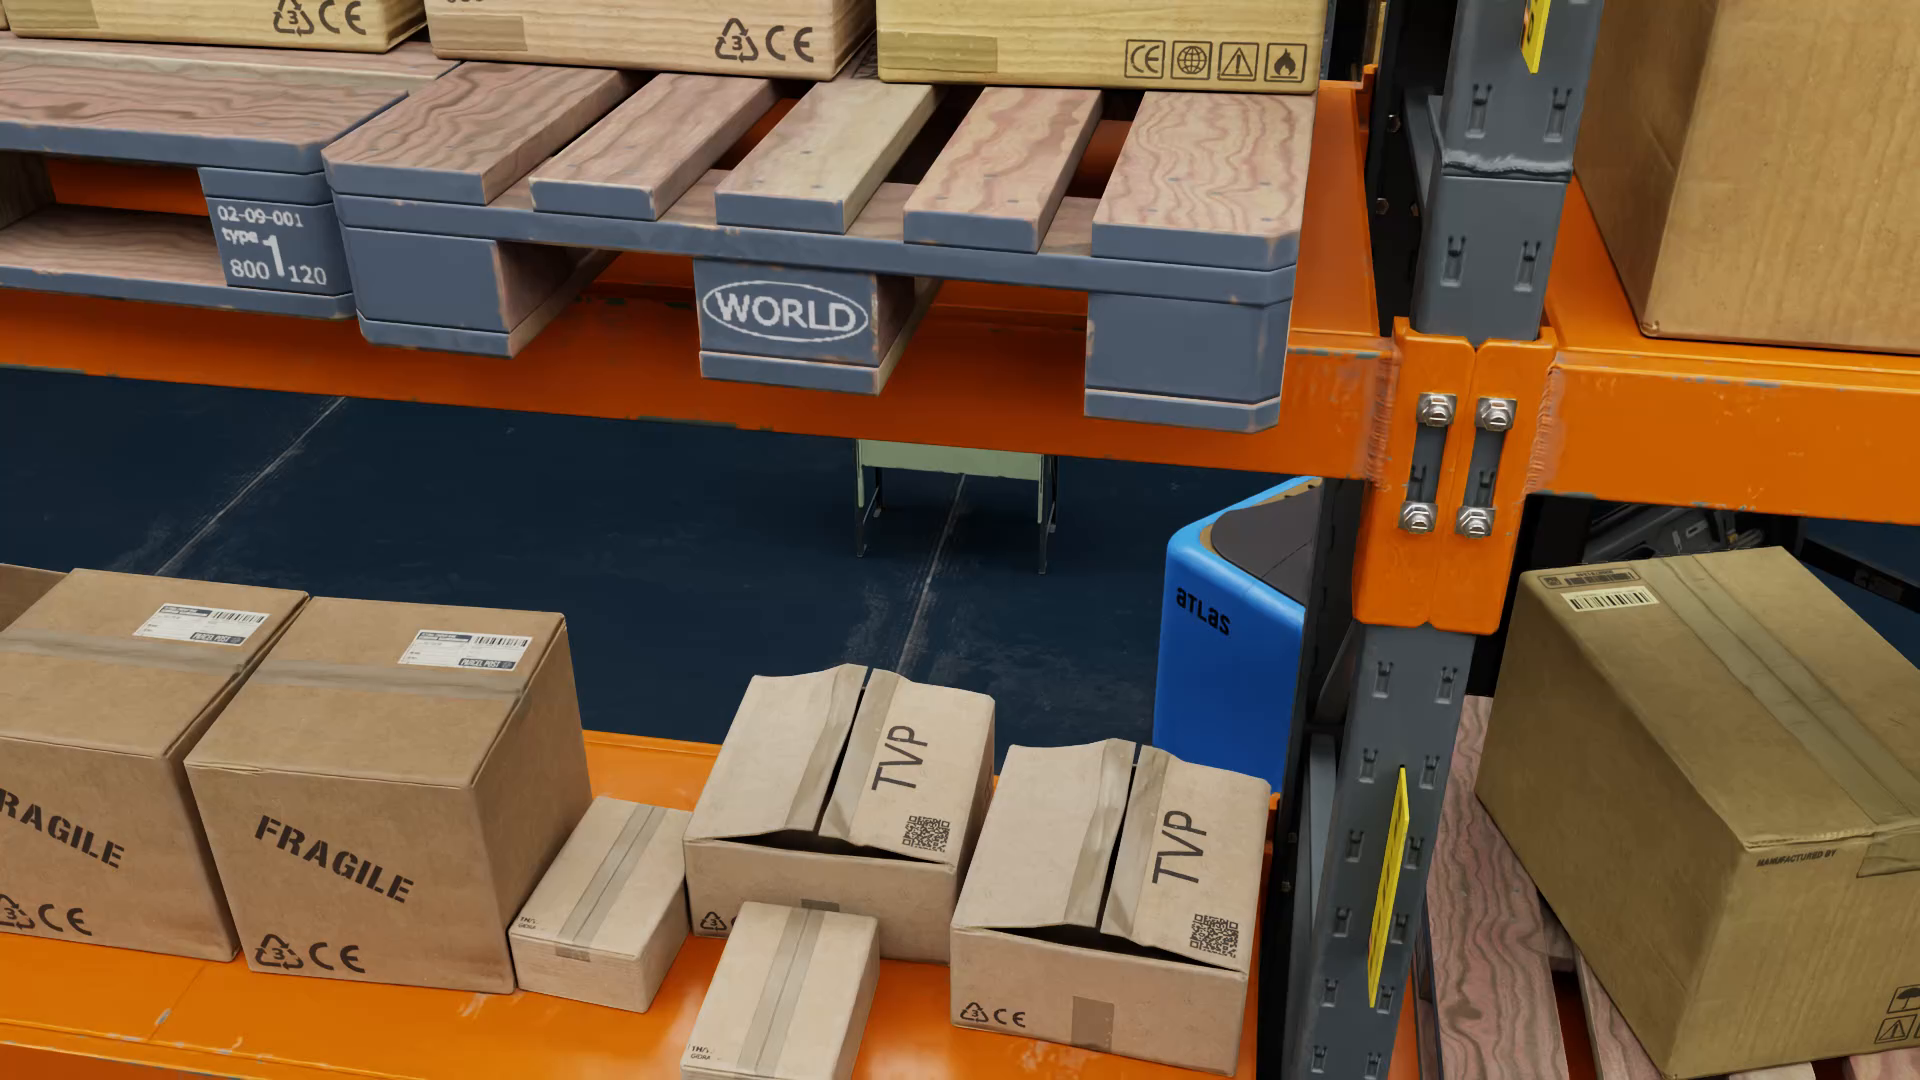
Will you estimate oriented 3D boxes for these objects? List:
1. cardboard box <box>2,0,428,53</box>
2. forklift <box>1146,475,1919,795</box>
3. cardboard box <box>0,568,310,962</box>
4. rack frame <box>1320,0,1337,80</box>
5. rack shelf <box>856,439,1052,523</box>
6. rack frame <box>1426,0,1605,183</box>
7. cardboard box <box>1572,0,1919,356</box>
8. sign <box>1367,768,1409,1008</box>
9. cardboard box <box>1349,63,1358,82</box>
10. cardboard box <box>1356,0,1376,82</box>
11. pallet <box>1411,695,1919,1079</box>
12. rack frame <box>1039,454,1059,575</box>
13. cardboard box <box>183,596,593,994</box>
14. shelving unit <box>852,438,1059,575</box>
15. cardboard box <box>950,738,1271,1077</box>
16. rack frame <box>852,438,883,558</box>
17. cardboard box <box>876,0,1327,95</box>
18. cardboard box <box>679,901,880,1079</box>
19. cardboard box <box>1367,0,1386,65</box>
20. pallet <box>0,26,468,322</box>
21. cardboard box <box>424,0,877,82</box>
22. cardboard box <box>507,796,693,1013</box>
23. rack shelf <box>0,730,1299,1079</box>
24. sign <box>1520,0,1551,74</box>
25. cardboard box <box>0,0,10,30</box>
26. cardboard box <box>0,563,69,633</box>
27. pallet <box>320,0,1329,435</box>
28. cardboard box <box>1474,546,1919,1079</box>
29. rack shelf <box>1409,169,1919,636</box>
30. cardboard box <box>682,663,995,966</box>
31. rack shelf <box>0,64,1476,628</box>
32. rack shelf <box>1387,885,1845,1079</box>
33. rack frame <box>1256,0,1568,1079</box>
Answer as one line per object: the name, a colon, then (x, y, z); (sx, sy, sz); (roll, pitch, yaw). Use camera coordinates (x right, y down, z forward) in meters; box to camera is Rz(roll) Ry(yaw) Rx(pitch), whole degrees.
cardboard box: (-0.905, -0.845, 2.191); (0.500, 0.250, 0.500); (5, 32, 7)
forklift: (1.876, 0.111, 3.810); (1.130, 2.935, 3.031); (-22, 38, -31)
cardboard box: (-1.542, 0.416, 3.164); (0.500, 0.500, 0.500); (5, 32, 8)
rack frame: (1.464, -1.945, 7.030); (0.127, 3.000, 1.000); (5, 32, 8)
rack shelf: (-0.007, -0.360, 6.526); (0.720, 0.370, 0.431); (5, 32, 8)
rack frame: (0.634, -1.897, 1.298); (0.127, 3.000, 1.000); (5, 32, 8)
cardboard box: (1.070, -0.646, 2.034); (0.500, 0.500, 0.910); (5, 32, 8)
sign: (0.544, 0.446, 2.119); (0.005, 0.325, 0.100); (5, 32, 8)
cardboard box: (1.828, -1.952, 7.259); (0.250, 0.149, 0.380); (6, 32, 9)
cardboard box: (1.974, -2.217, 7.072); (0.500, 0.500, 0.500); (5, 32, 9)
pallet: (1.314, 0.752, 2.903); (1.003, 0.211, 1.213); (5, 32, 8)
rack frame: (0.354, -0.604, 6.301); (0.023, 1.500, 0.400); (5, 32, 8)
cardboard box: (-1.023, 0.463, 3.089); (0.500, 0.500, 0.500); (3, 32, 6)
shelving unit: (-0.007, -0.636, 6.353); (0.755, 1.500, 0.431); (5, 32, 8)
cardboard box: (0.283, 0.629, 3.002); (0.500, 0.311, 0.500); (7, 33, 11)
rack frame: (-0.367, -0.669, 6.405); (0.023, 1.500, 0.400); (5, 32, 8)
cardboard box: (0.177, -0.751, 2.040); (0.500, 0.250, 0.500); (3, 32, 5)
cardboard box: (-0.299, 0.817, 2.854); (0.250, 0.149, 0.380); (5, 32, 8)
cardboard box: (1.899, -1.944, 6.636); (0.500, 0.500, 0.500); (6, 33, 10)
pallet: (-1.153, -0.657, 2.323); (1.213, 0.211, 1.003); (7, 33, 10)
cardboard box: (-0.343, -0.788, 2.100); (0.500, 0.250, 0.500); (6, 33, 10)
cardboard box: (-0.633, 0.669, 3.092); (0.250, 0.149, 0.380); (8, 33, 12)
rack shelf: (-1.338, 0.773, 3.366); (4.000, 0.370, 1.077); (5, 32, 8)
sign: (0.533, -0.588, 1.474); (0.005, 0.325, 0.100); (5, 32, 8)
cardboard box: (-1.435, -0.894, 2.269); (0.500, 0.250, 0.500); (3, 32, 4)
cardboard box: (-2.035, 0.371, 3.236); (0.500, 0.500, 0.500); (7, 33, 12)
pallet: (-0.050, -0.559, 2.166); (1.003, 0.211, 1.213); (7, 33, 10)
cardboard box: (1.274, 0.423, 2.757); (0.500, 0.500, 0.700); (-5, 32, -8)
rack shelf: (2.605, -0.142, 2.000); (4.000, 0.370, 1.077); (5, 32, 8)
cardboard box: (-0.215, 0.503, 3.203); (0.500, 0.311, 0.500); (5, 32, 8)
rack shelf: (-1.338, -0.499, 2.570); (4.000, 0.370, 1.077); (5, 32, 8)
rack shelf: (2.605, 1.130, 2.796); (4.000, 0.370, 1.077); (5, 32, 8)
rack frame: (0.634, 0.646, 2.890); (0.127, 3.000, 1.000); (5, 32, 8)
